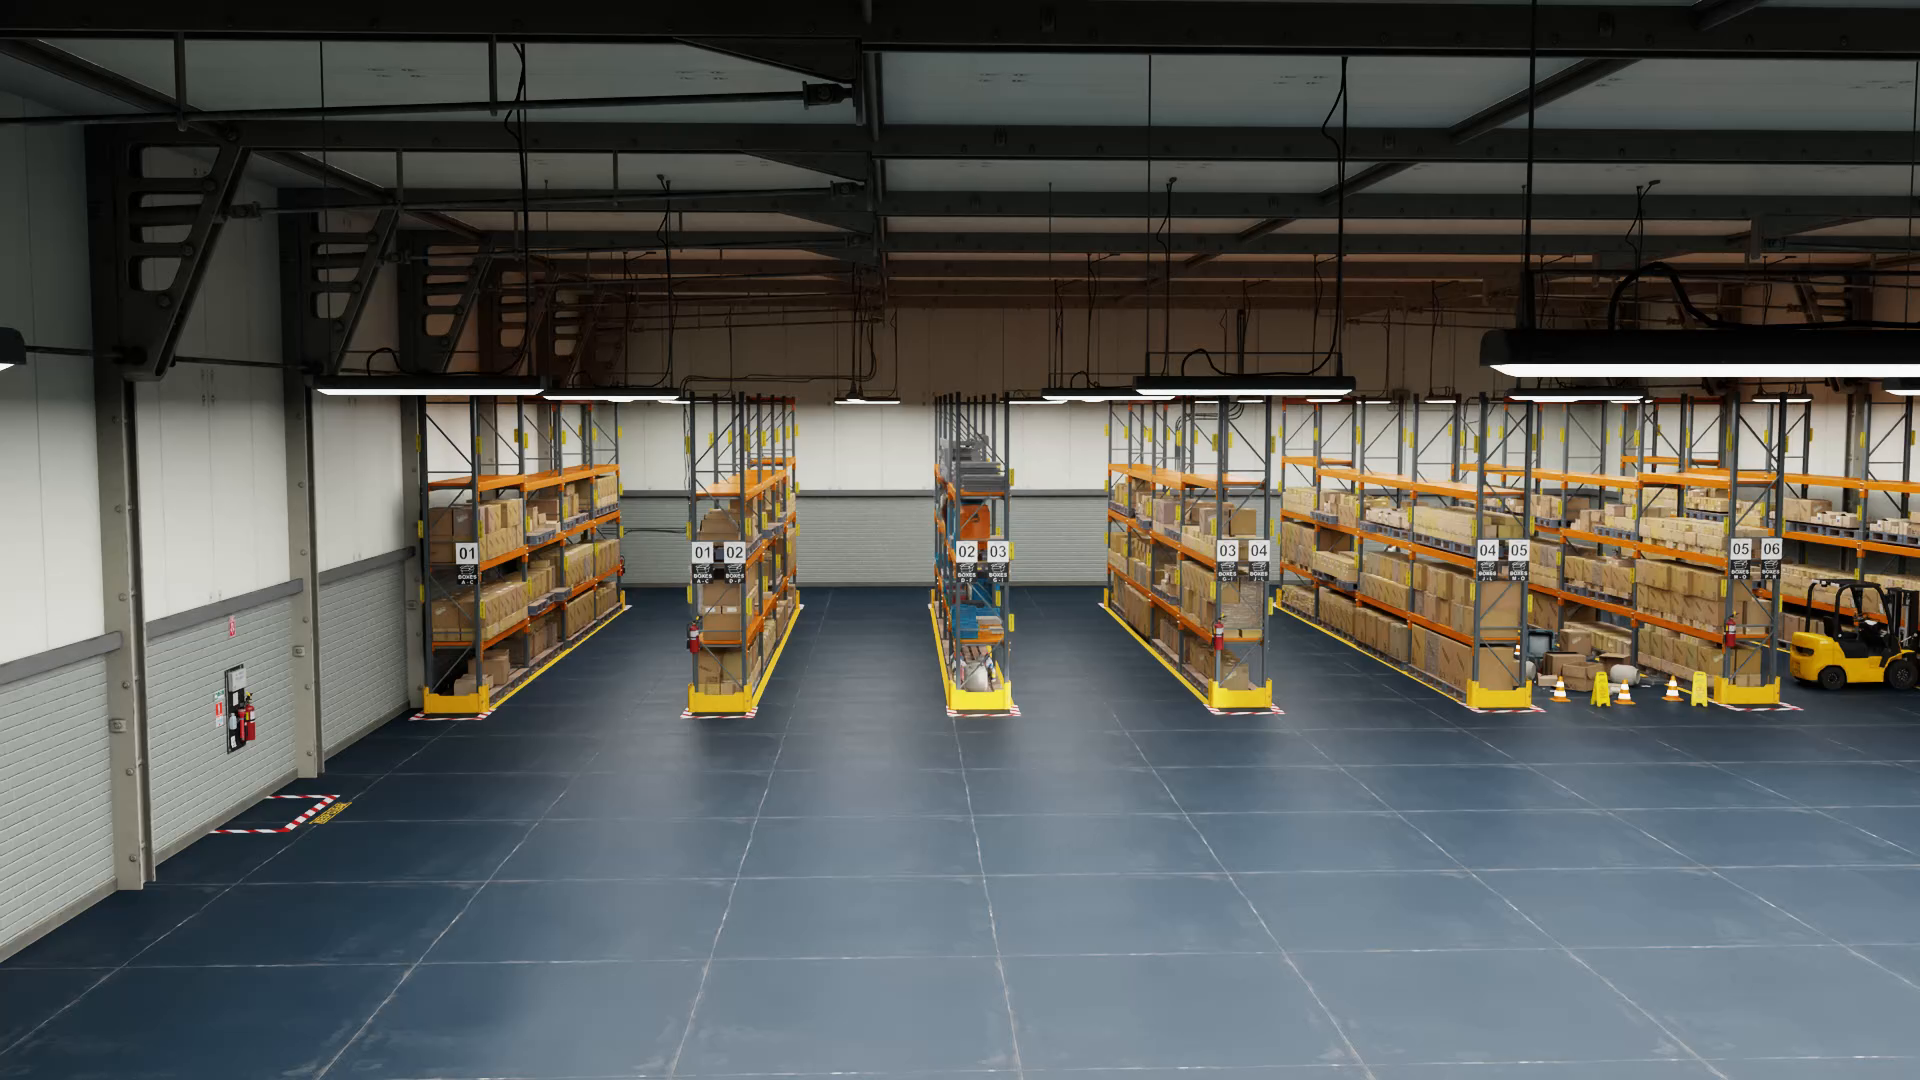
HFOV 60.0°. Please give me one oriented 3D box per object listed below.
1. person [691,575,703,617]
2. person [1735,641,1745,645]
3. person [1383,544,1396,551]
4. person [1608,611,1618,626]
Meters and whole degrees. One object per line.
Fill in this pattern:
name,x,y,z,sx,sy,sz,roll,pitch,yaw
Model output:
person,-7.095,1.253,45.548,0.537,1.672,0.527,1,5,14
person,17.433,1.970,37.205,0.478,1.697,0.505,4,6,42
person,13.166,0.773,50.922,0.976,1.741,0.638,-1,5,-18
person,16.373,1.498,41.761,0.511,1.779,0.571,3,5,30
